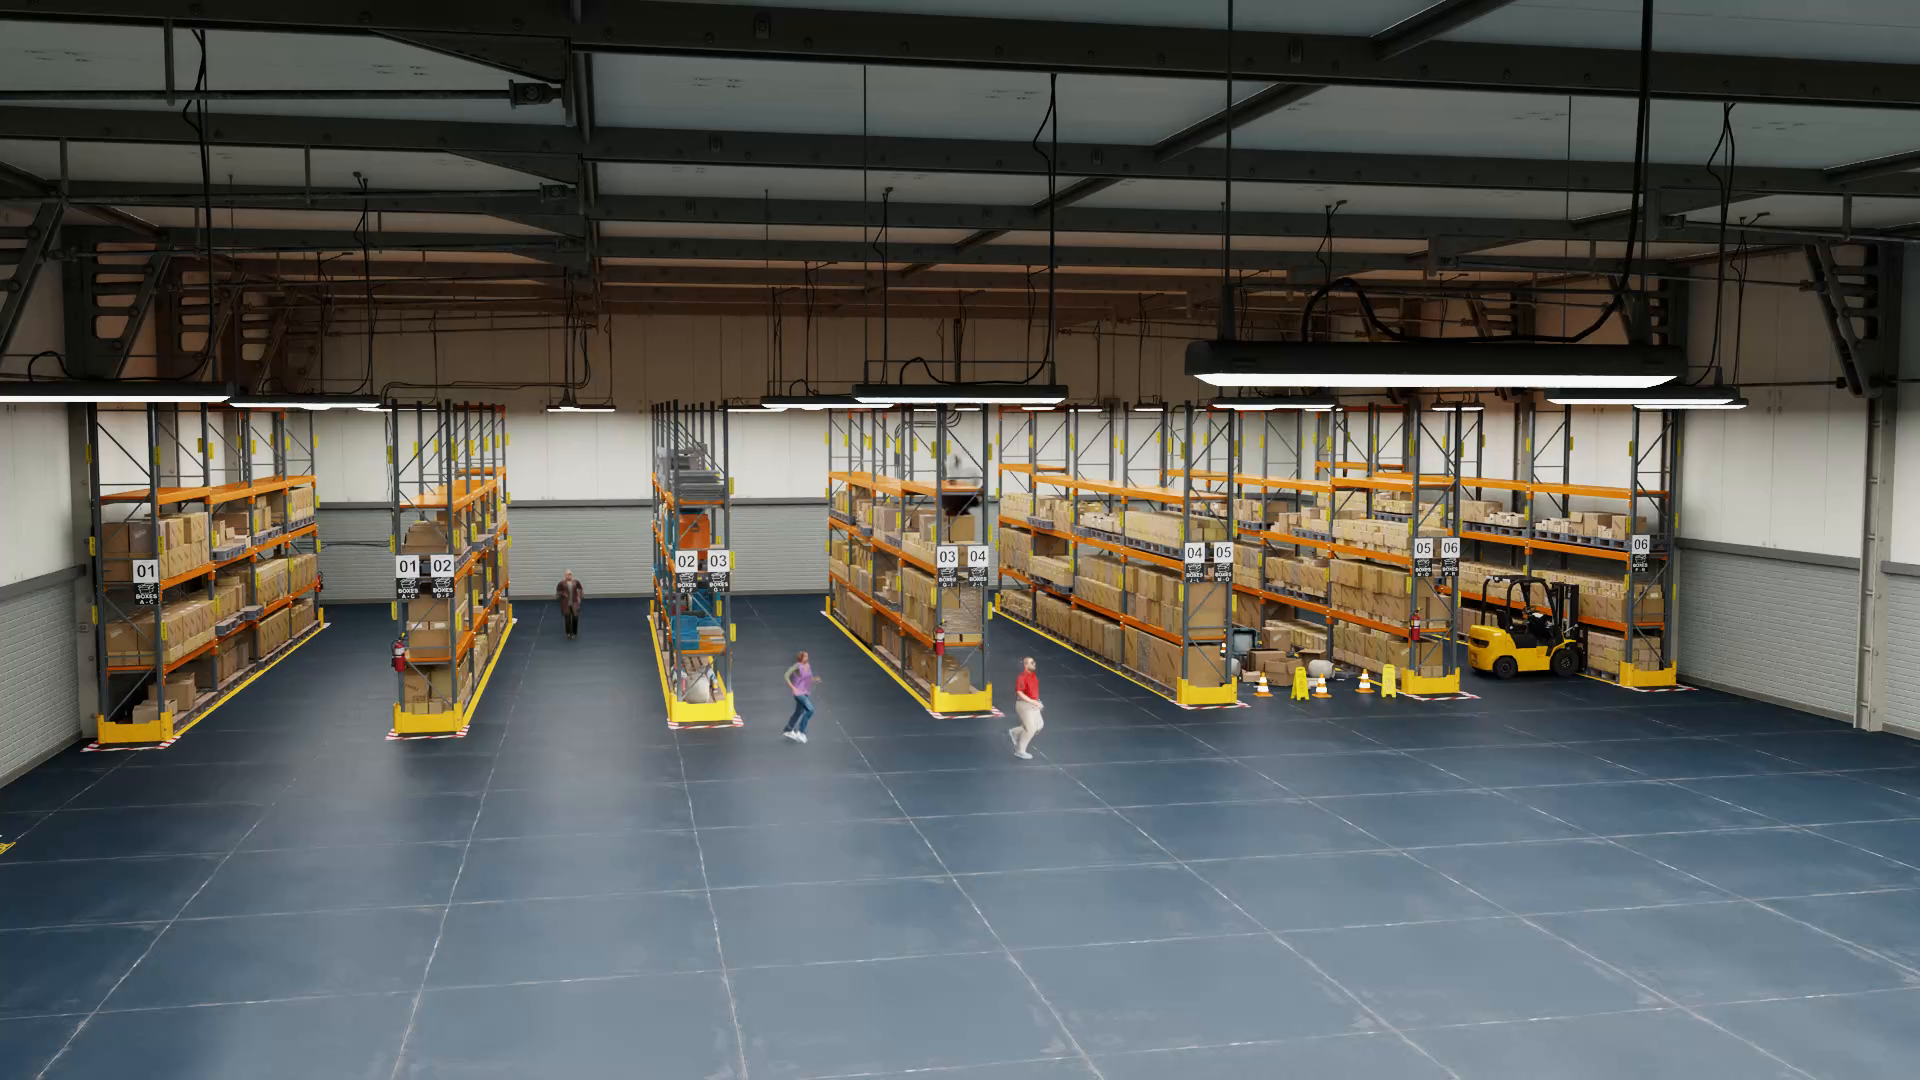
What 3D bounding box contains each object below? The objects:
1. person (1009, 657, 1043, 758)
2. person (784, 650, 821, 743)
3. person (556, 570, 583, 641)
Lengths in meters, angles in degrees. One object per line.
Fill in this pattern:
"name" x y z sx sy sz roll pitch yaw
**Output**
"person" 1.128 2.794 27.826 0.645 1.691 0.684 2 5 24
"person" -2.771 2.740 29.171 0.688 1.630 0.507 2 5 21
"person" -9.888 1.717 42.162 0.682 1.739 0.814 -1 5 -18
